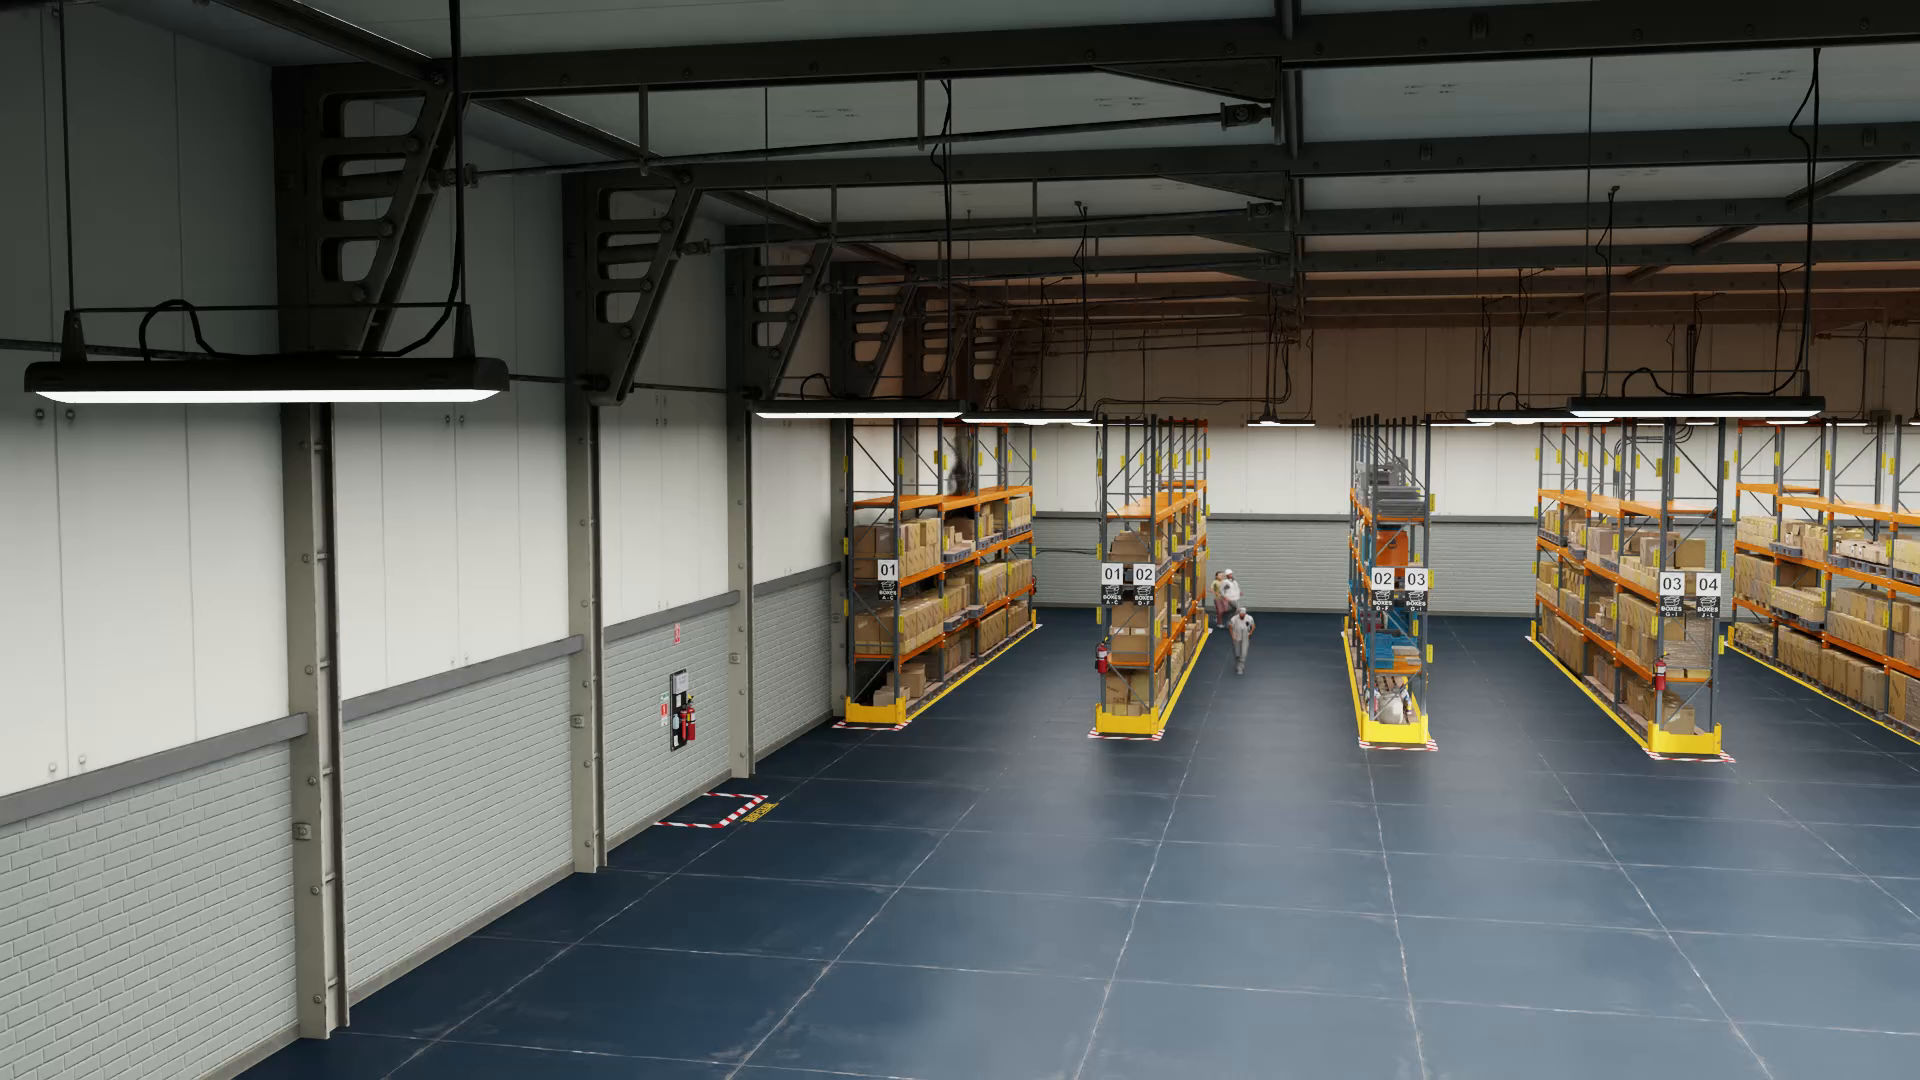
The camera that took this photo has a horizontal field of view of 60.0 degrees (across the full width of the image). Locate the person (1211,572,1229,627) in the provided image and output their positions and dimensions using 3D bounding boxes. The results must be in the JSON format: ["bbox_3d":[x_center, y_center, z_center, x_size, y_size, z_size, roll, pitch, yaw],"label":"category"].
[{"bbox_3d":[7.523,1.718,48.134,0.603,1.622,0.526,-1,4,-19],"label":"person"}]

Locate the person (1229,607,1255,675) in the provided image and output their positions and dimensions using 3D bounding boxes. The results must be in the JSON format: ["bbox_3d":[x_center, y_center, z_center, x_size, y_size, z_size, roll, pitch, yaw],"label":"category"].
[{"bbox_3d":[6.617,2.354,39.078,0.601,1.617,0.890,0,4,3],"label":"person"}]

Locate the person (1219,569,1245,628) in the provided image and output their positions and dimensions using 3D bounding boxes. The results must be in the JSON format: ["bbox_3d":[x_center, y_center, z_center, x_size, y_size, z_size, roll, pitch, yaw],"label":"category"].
[{"bbox_3d":[7.800,1.719,47.387,0.663,1.780,0.696,3,5,34],"label":"person"}]
